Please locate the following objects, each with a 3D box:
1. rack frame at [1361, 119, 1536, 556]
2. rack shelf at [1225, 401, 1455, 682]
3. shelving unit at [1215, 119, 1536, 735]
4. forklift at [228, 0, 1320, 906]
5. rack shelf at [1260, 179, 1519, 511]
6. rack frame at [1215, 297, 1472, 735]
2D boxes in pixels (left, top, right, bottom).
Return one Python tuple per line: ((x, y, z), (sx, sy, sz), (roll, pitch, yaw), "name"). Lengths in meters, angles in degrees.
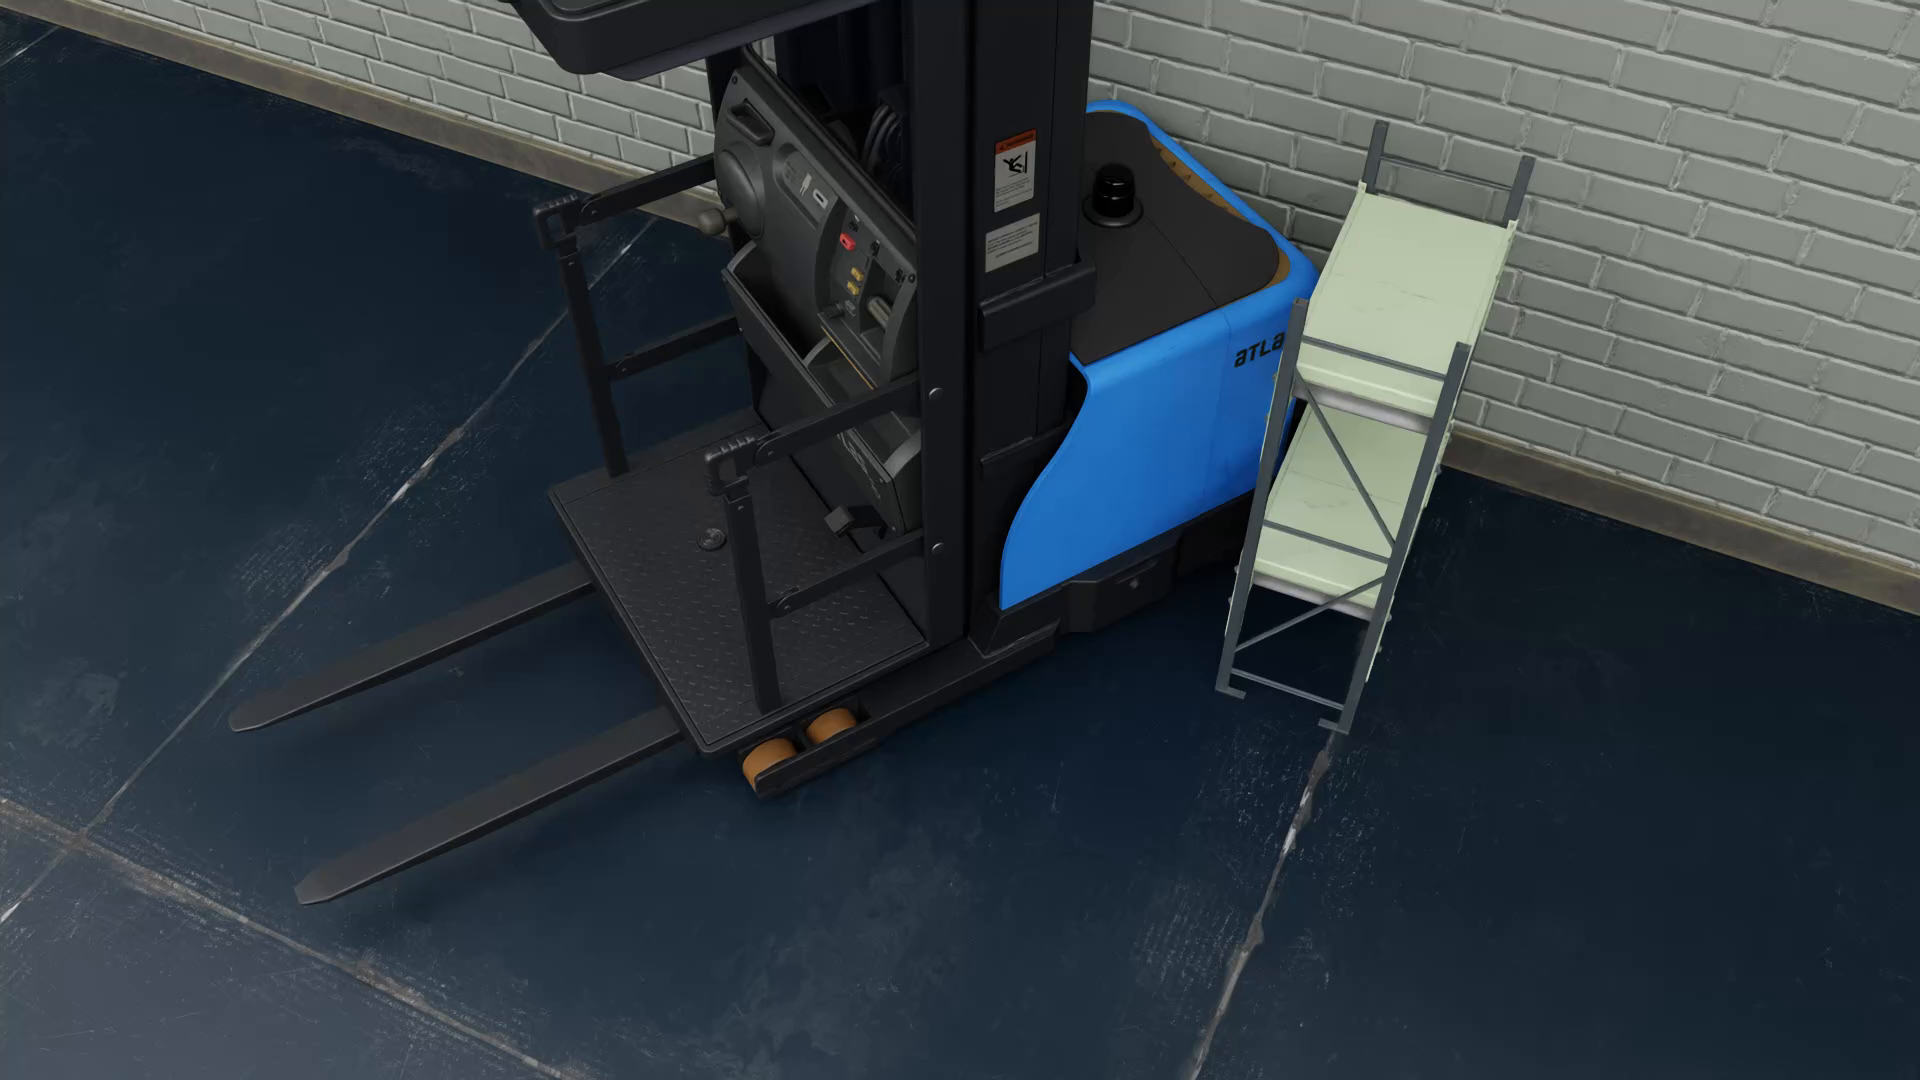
((1.227, -0.505, 4.695), (0.400, 1.500, 0.023), (18, 52, 15), "rack frame")
((1.081, -0.038, 4.725), (0.431, 0.370, 0.720), (18, 52, 15), "rack shelf")
((1.081, -0.249, 4.477), (0.431, 1.500, 0.755), (18, 52, 15), "shelving unit")
((-0.535, -0.702, 3.923), (3.031, 2.935, 1.130), (-25, 54, -20), "forklift")
((1.081, -0.502, 4.180), (0.431, 0.370, 0.720), (18, 52, 15), "rack shelf")
((0.934, 0.007, 4.260), (0.400, 1.500, 0.023), (18, 52, 15), "rack frame")
